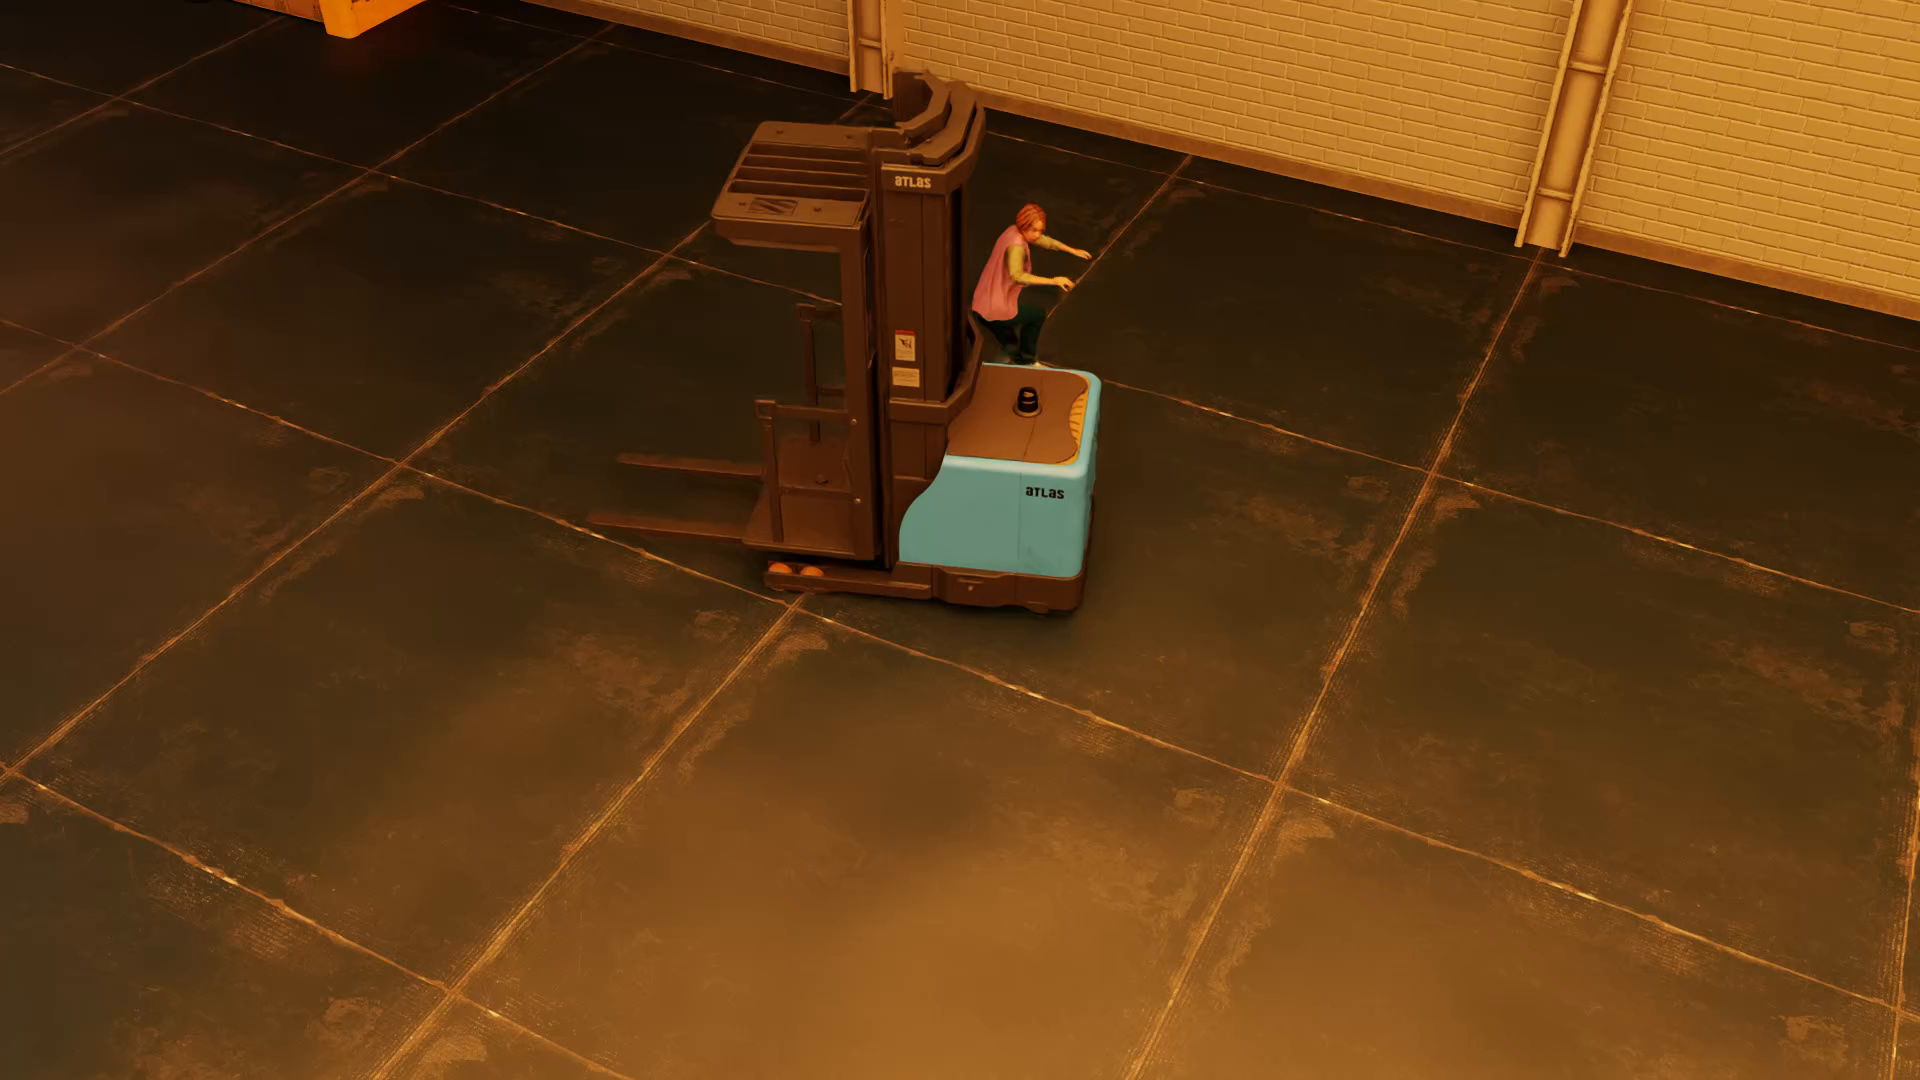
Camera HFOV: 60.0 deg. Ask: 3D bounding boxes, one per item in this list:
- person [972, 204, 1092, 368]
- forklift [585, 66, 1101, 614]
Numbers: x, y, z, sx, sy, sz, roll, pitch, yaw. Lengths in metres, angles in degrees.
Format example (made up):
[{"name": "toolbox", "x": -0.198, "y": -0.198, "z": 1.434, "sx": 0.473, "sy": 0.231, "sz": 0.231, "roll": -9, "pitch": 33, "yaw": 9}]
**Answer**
[{"name": "person", "x": 0.541, "y": -1.566, "z": 11.090, "sx": 1.037, "sy": 1.374, "sz": 0.727, "roll": -23, "pitch": 45, "yaw": -25}, {"name": "forklift", "x": -0.722, "y": -1.129, "z": 9.327, "sx": 3.031, "sy": 2.935, "sz": 1.130, "roll": 6, "pitch": 40, "yaw": 7}]
